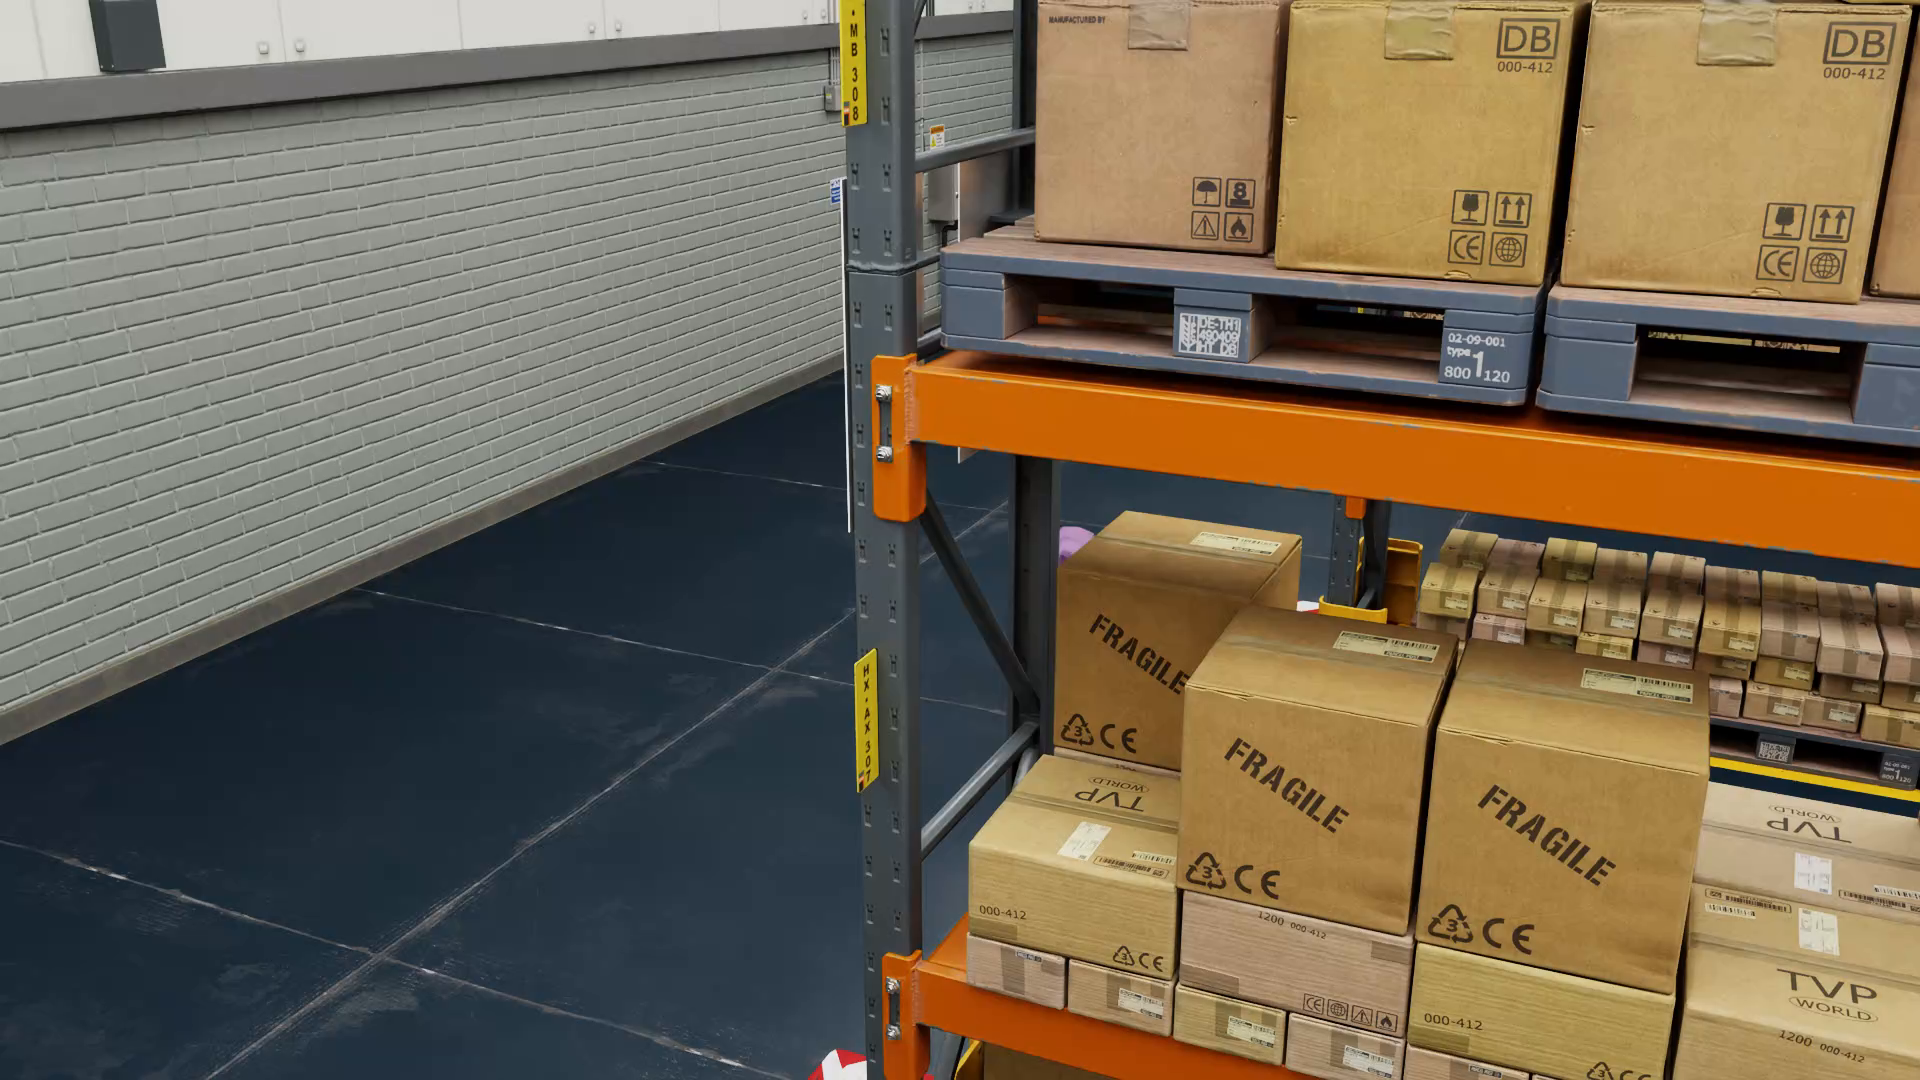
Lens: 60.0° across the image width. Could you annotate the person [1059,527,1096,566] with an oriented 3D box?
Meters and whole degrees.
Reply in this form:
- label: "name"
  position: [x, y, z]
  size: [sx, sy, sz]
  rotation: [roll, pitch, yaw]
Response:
- label: "person"
  position: [0.724, 0.434, 8.294]
  size: [0.870, 0.969, 0.405]
  rotation: [8, 21, 21]
